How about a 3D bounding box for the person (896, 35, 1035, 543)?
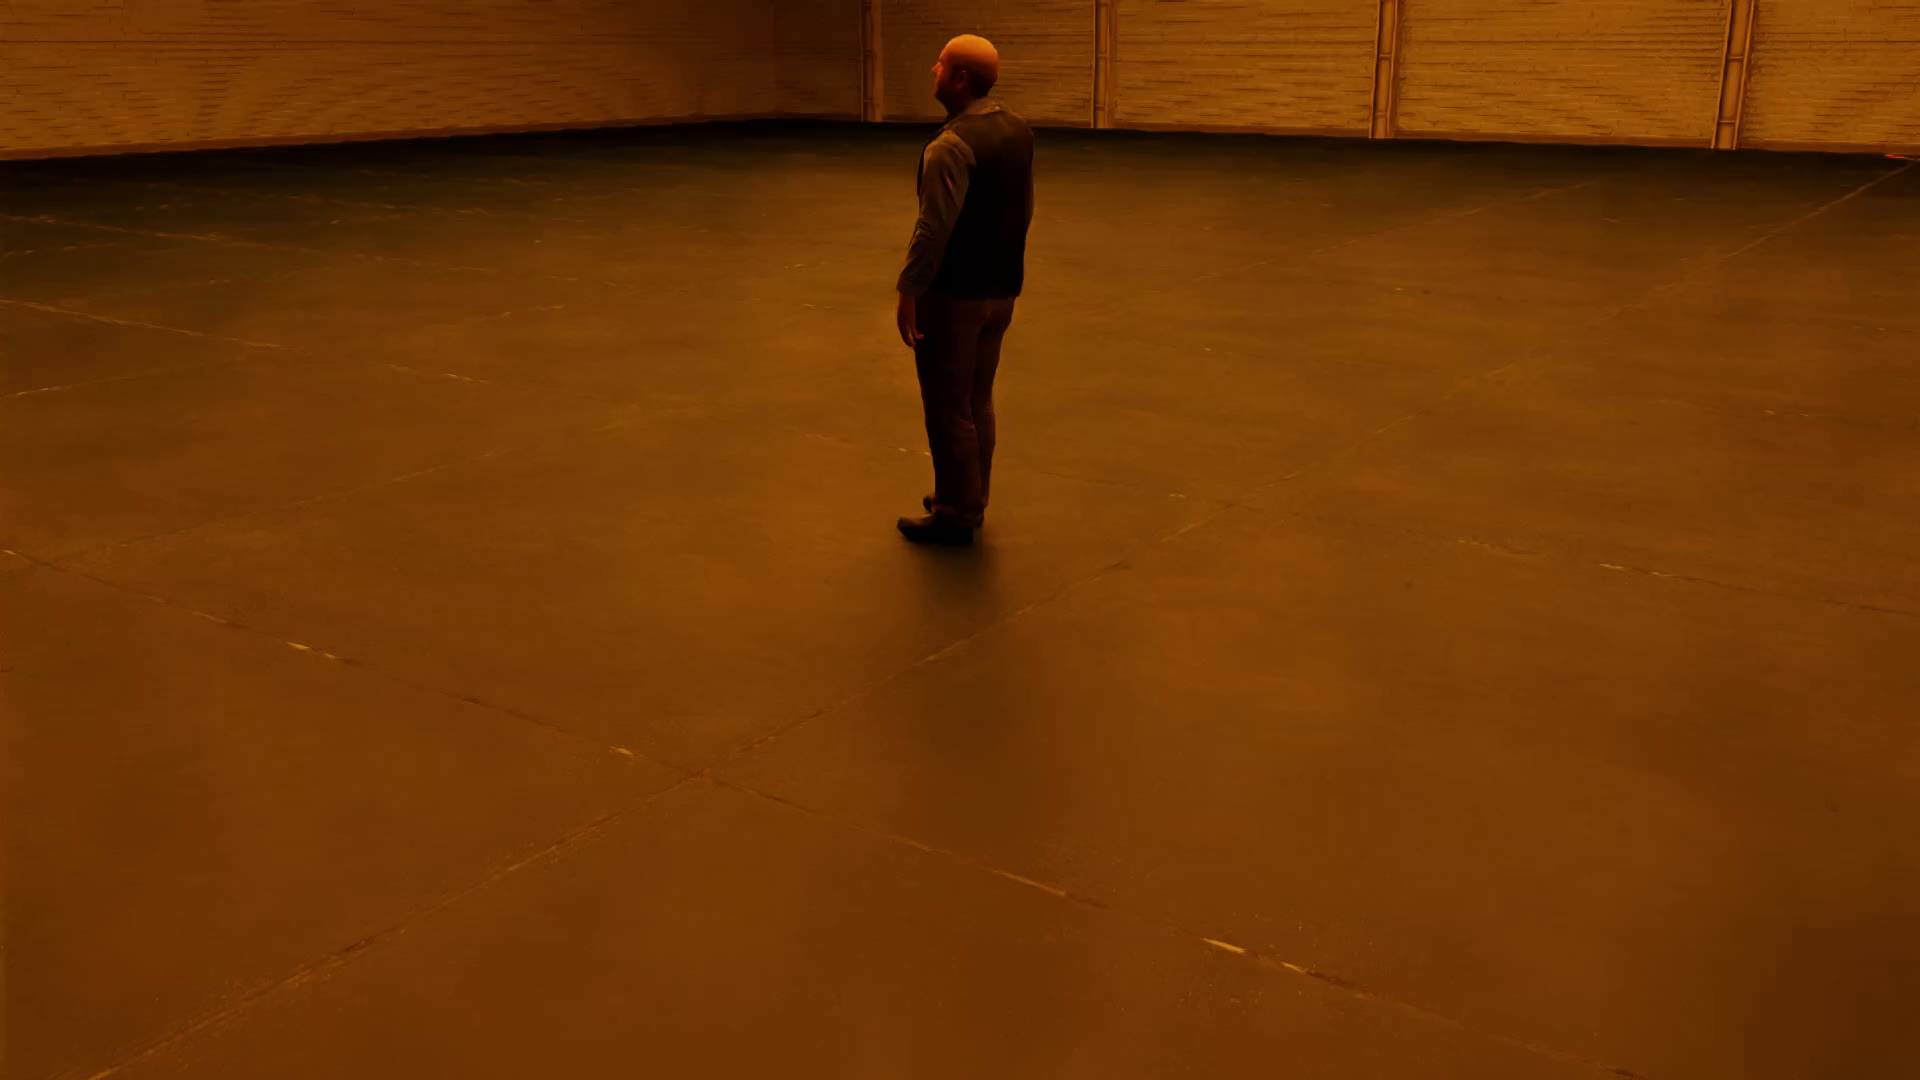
[{"bbox_3d":[-0.047,-0.843,5.740,0.567,1.720,0.632,11,20,33],"label":"person"}]
